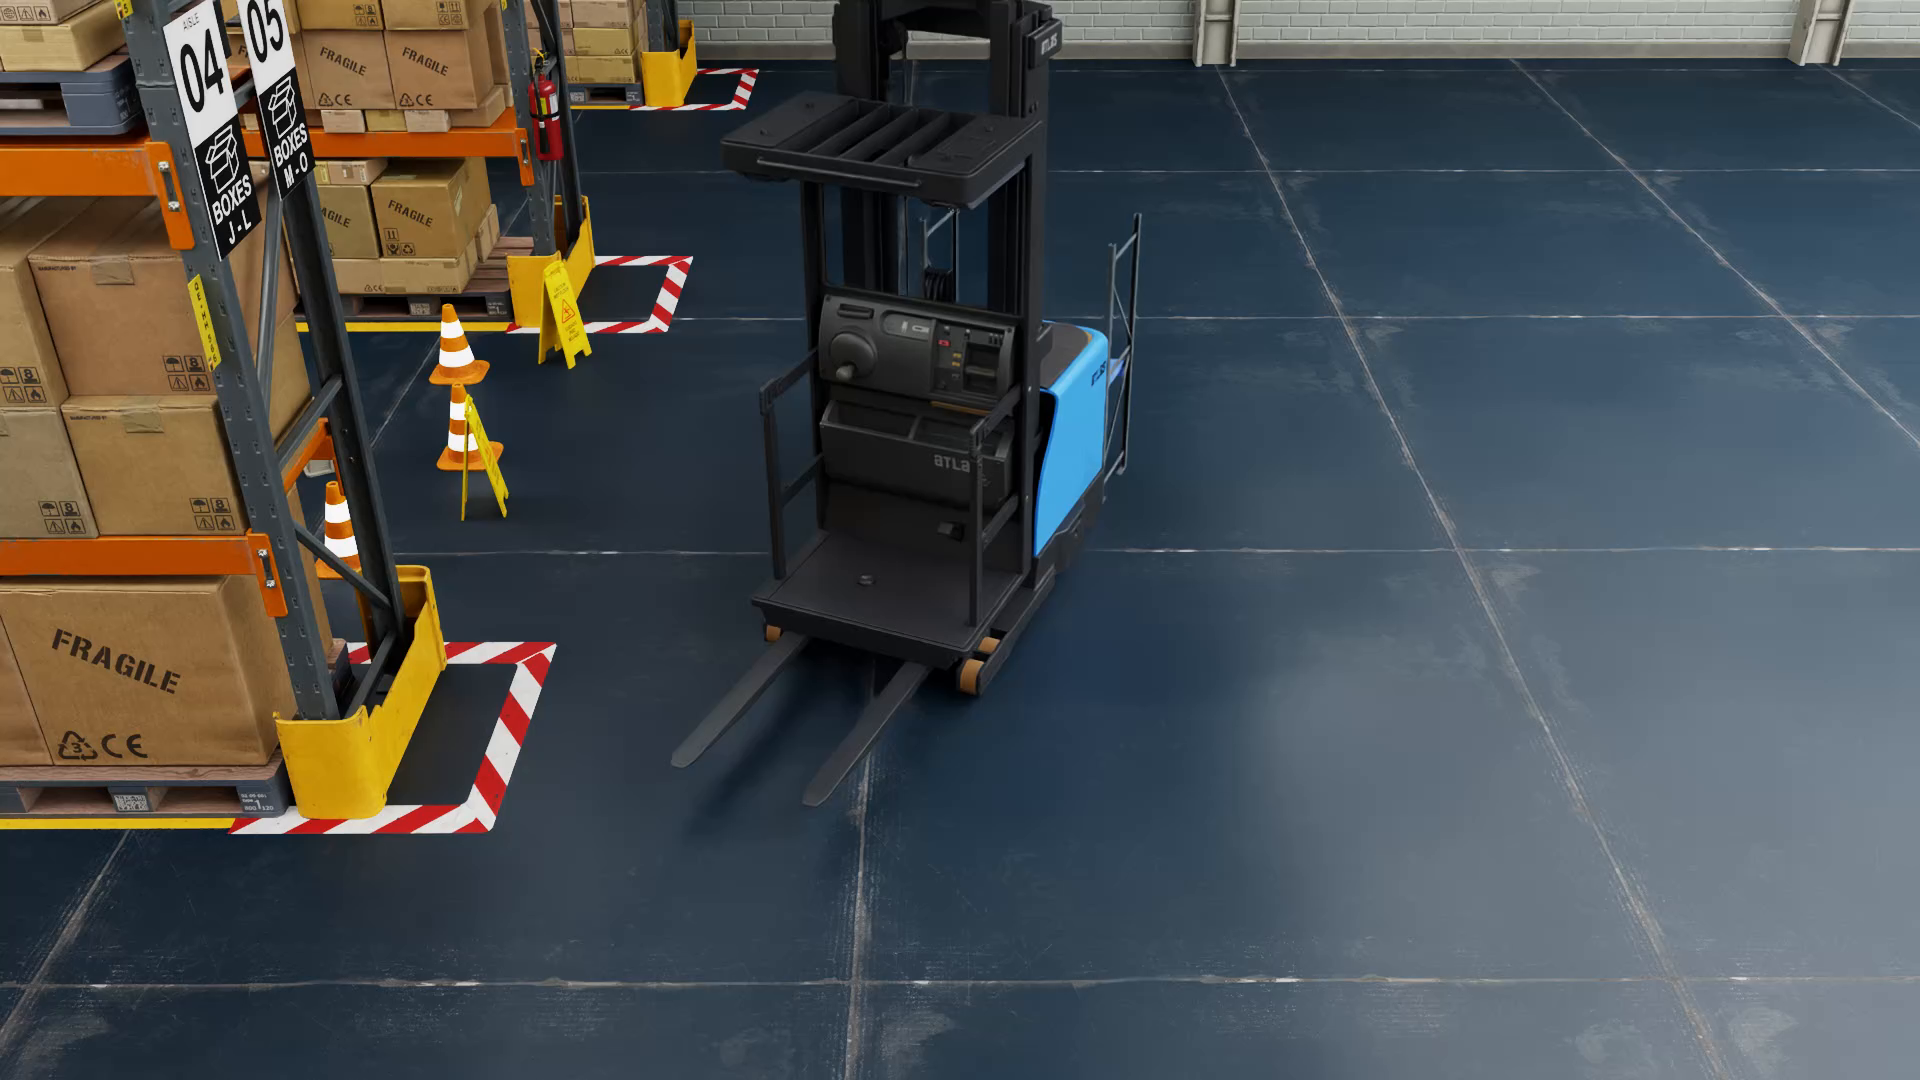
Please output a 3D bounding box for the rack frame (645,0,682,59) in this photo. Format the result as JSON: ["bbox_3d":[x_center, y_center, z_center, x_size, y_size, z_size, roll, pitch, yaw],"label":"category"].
[{"bbox_3d":[-2.763,-5.577,15.050,0.127,3.000,1.000,0,31,0],"label":"rack frame"}]

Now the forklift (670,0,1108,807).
[{"bbox_3d":[-0.282,-0.796,7.236,1.130,2.935,3.031,13,33,20],"label":"forklift"}]

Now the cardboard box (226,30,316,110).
[{"bbox_3d":[-4.272,-3.028,10.466,0.500,0.500,0.500,0,31,-1],"label":"cardboard box"}]

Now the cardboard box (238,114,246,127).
[{"bbox_3d":[-4.631,-2.788,10.695,0.250,0.149,0.380,0,31,0],"label":"cardboard box"}]

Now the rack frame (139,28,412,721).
[{"bbox_3d":[-2.599,-0.435,6.575,0.127,3.000,1.000,0,31,0],"label":"rack frame"}]

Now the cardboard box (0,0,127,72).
[{"bbox_3d":[-2.929,-1.655,5.435,0.250,0.149,0.380,0,31,0],"label":"cardboard box"}]

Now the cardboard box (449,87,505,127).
[{"bbox_3d":[-3.102,-2.782,10.686,0.250,0.149,0.380,1,31,1],"label":"cardboard box"}]

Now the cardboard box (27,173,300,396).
[{"bbox_3d":[-2.970,-0.979,6.287,0.550,0.550,0.875,0,31,0],"label":"cardboard box"}]

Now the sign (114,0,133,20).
[{"bbox_3d":[-2.610,-1.780,5.123,0.005,0.325,0.100,0,31,0],"label":"sign"}]

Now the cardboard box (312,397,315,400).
[{"bbox_3d":[-4.028,-0.731,9.812,0.250,0.149,0.380,16,35,25],"label":"cardboard box"}]

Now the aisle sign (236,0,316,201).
[{"bbox_3d":[-2.530,-1.702,6.157,0.004,0.787,0.394,0,31,0],"label":"aisle sign"}]

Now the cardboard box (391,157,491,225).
[{"bbox_3d":[-3.562,-2.467,11.448,0.500,0.500,0.500,-1,31,-2],"label":"cardboard box"}]

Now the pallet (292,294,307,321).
[{"bbox_3d":[-4.835,-1.823,11.551,1.213,0.211,1.003,0,31,0],"label":"pallet"}]

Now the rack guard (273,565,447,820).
[{"bbox_3d":[-2.575,0.634,7.223,0.348,0.500,1.175,0,31,0],"label":"rack guard"}]

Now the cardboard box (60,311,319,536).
[{"bbox_3d":[-2.970,-0.474,6.495,0.550,0.550,0.875,0,31,0],"label":"cardboard box"}]

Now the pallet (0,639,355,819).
[{"bbox_3d":[-3.398,0.801,7.227,1.213,0.211,1.003,0,31,0],"label":"pallet"}]

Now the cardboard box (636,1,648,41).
[{"bbox_3d":[-3.235,-4.901,15.699,0.500,0.250,0.500,0,31,1],"label":"cardboard box"}]

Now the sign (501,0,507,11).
[{"bbox_3d":[-2.747,-3.344,9.949,0.005,0.325,0.100,0,31,0],"label":"sign"}]

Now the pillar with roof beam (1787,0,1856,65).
[{"bbox_3d":[8.561,-6.411,10.642,0.400,9.000,9.100,0,31,0],"label":"pillar with roof beam"}]

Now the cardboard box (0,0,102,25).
[{"bbox_3d":[-3.087,-1.856,5.382,0.500,0.250,0.500,0,31,0],"label":"cardboard box"}]

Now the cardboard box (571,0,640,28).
[{"bbox_3d":[-3.222,-4.845,15.126,0.500,0.250,0.500,1,31,1],"label":"cardboard box"}]

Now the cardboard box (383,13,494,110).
[{"bbox_3d":[-3.271,-3.027,10.465,0.500,0.500,0.500,-1,31,-1],"label":"cardboard box"}]

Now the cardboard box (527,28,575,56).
[{"bbox_3d":[-3.750,-4.635,15.261,0.500,0.250,0.500,0,31,-1],"label":"cardboard box"}]

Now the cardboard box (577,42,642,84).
[{"bbox_3d":[-3.231,-4.415,15.381,0.500,0.250,0.500,0,31,0],"label":"cardboard box"}]

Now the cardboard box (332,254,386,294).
[{"bbox_3d":[-4.055,-1.866,11.180,0.500,0.250,0.500,0,31,0],"label":"cardboard box"}]

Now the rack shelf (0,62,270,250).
[{"bbox_3d":[-4.599,-1.403,5.973,4.000,0.370,1.077,0,31,0],"label":"rack shelf"}]

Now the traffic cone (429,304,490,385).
[{"bbox_3d":[-3.152,-1.247,10.359,0.334,0.463,0.336,0,31,0],"label":"traffic cone"}]

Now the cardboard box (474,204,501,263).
[{"bbox_3d":[-3.538,-2.147,11.643,0.500,0.250,0.500,0,31,-1],"label":"cardboard box"}]

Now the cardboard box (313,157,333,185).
[{"bbox_3d":[-4.147,-2.431,10.763,0.250,0.149,0.380,0,31,1],"label":"cardboard box"}]

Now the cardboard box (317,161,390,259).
[{"bbox_3d":[-4.051,-2.185,10.983,0.500,0.500,0.500,1,31,2],"label":"cardboard box"}]

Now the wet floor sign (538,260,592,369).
[{"bbox_3d":[-2.533,-1.441,10.503,0.232,0.644,0.267,10,33,17],"label":"wet floor sign"}]

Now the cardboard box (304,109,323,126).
[{"bbox_3d":[-4.126,-2.790,10.699,0.250,0.149,0.380,0,31,0],"label":"cardboard box"}]

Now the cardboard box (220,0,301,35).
[{"bbox_3d":[-4.255,-3.432,10.168,0.500,0.500,0.700,-1,31,-1],"label":"cardboard box"}]

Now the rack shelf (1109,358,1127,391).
[{"bbox_3d":[0.367,-0.884,9.107,1.000,0.185,0.538,11,33,18],"label":"rack shelf"}]

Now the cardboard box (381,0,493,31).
[{"bbox_3d":[-3.239,-3.485,10.254,0.500,0.500,0.700,-1,31,-2],"label":"cardboard box"}]

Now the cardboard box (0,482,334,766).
[{"bbox_3d":[-3.277,0.331,6.957,0.875,0.875,0.875,0,31,0],"label":"cardboard box"}]

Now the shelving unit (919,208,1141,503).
[{"bbox_3d":[0.367,-1.038,9.014,1.048,1.500,0.538,11,33,18],"label":"shelving unit"}]

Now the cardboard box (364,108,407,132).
[{"bbox_3d":[-3.612,-2.734,10.607,0.250,0.149,0.380,-1,31,-1],"label":"cardboard box"}]

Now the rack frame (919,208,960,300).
[{"bbox_3d":[-0.106,-1.133,9.172,0.032,1.500,0.500,11,33,18],"label":"rack frame"}]

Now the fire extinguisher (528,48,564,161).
[{"bbox_3d":[-2.613,-2.730,10.433,0.183,0.674,0.296,0,31,0],"label":"fire extinguisher"}]

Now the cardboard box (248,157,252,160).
[{"bbox_3d":[-4.586,-2.466,11.445,0.500,0.500,0.500,0,31,1],"label":"cardboard box"}]

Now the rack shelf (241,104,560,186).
[{"bbox_3d":[-4.730,-2.688,10.982,4.000,0.370,1.077,0,31,0],"label":"rack shelf"}]
